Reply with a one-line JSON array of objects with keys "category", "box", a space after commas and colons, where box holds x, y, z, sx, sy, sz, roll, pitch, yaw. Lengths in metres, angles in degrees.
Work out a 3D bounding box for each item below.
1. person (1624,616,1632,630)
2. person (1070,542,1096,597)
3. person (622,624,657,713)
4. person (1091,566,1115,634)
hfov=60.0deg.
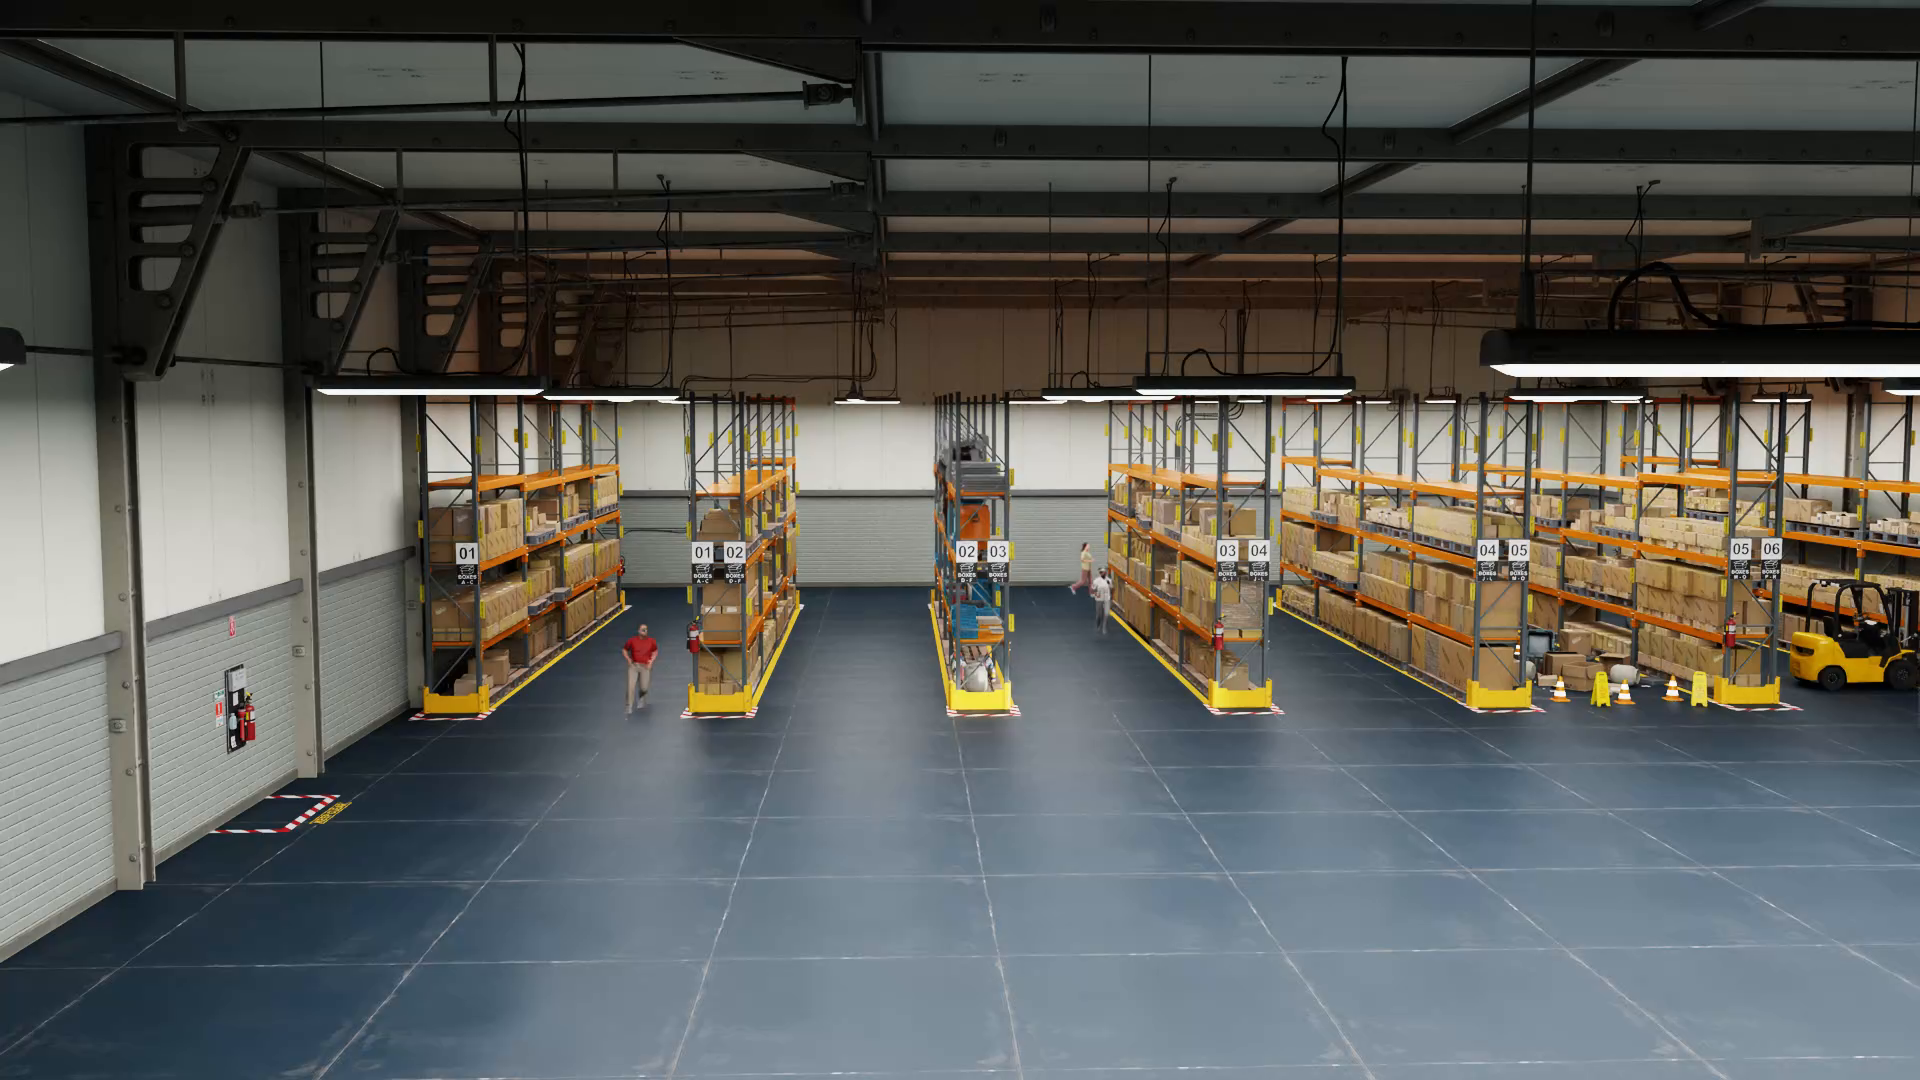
[{"category": "person", "box": [16.782, 1.500, 41.875, 0.672, 1.820, 0.757, -1, 5, -9]}, {"category": "person", "box": [3.749, 0.892, 49.726, 0.939, 1.650, 0.581, 2, 5, 23]}, {"category": "person", "box": [-6.005, 2.402, 31.228, 0.668, 1.644, 0.580, -1, 5, -15]}, {"category": "person", "box": [3.460, 1.452, 40.034, 0.591, 1.659, 0.653, 0, 5, -4]}]
